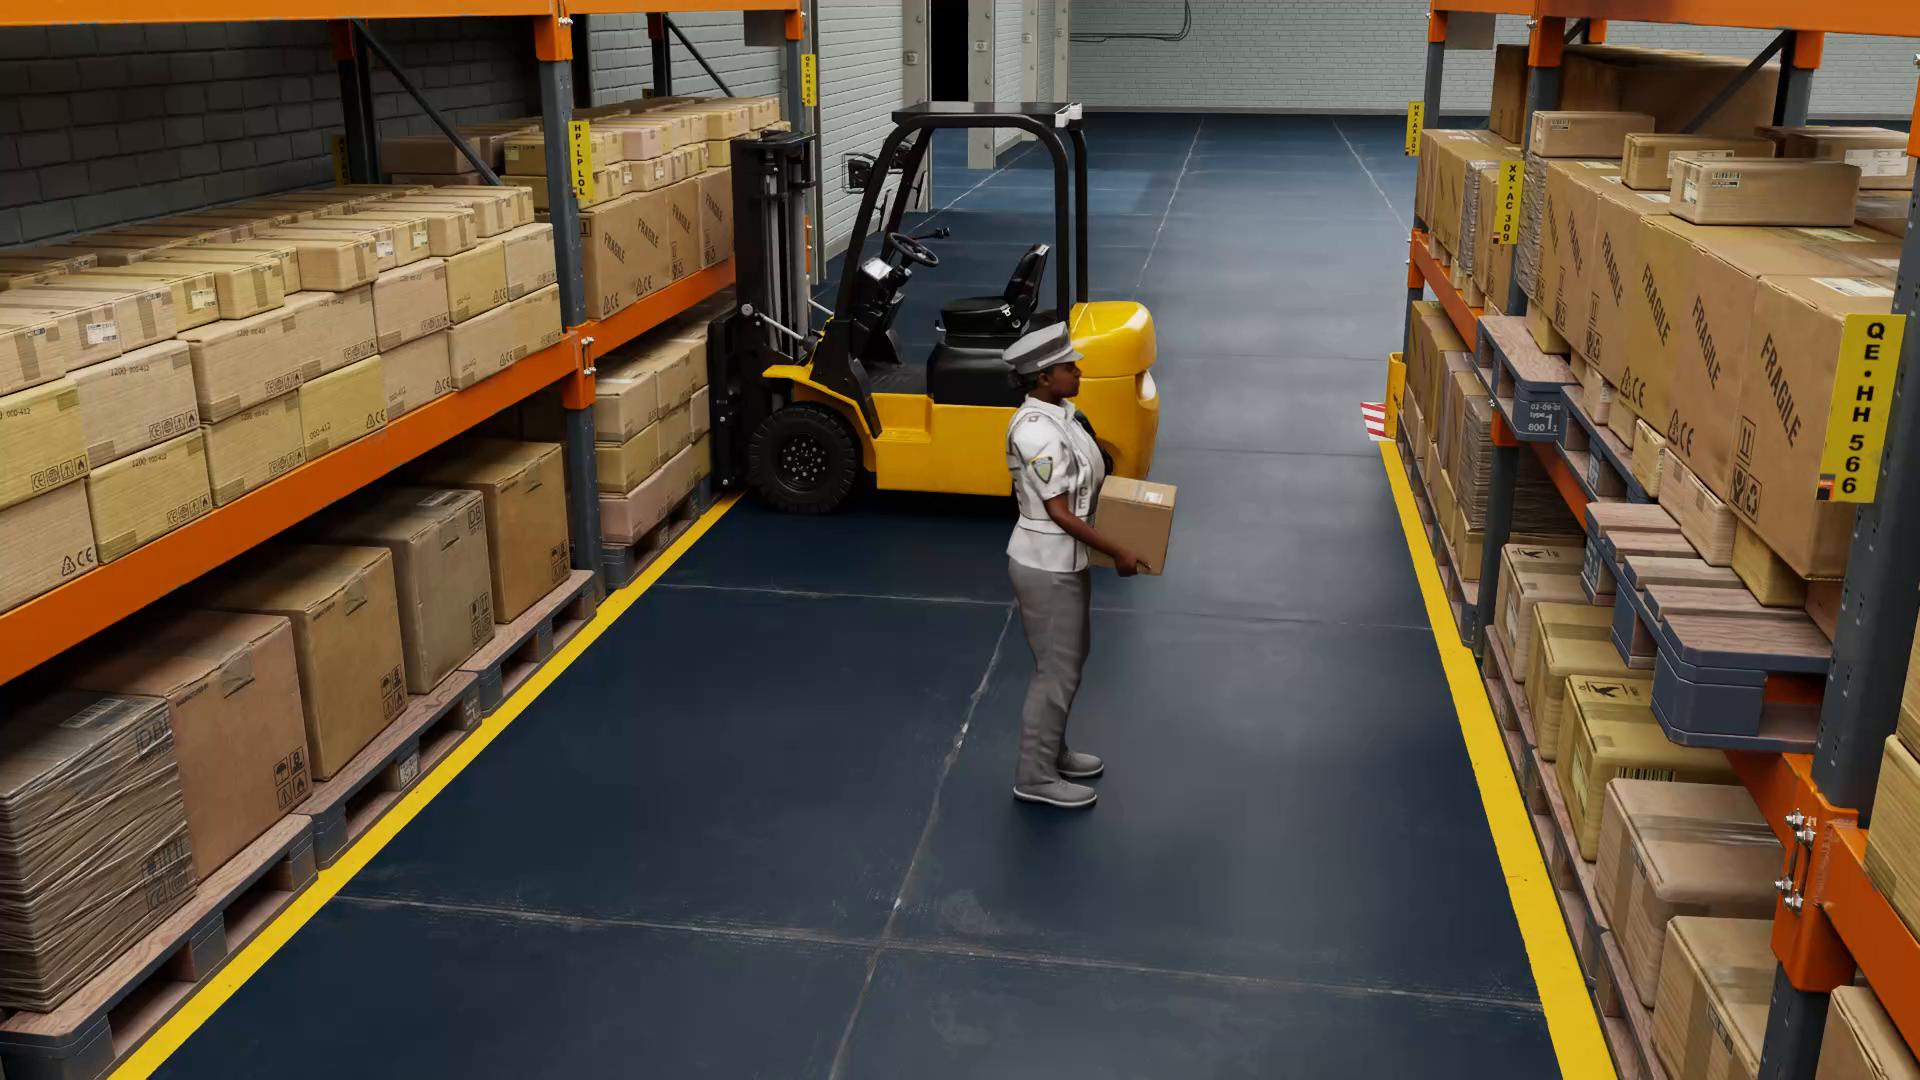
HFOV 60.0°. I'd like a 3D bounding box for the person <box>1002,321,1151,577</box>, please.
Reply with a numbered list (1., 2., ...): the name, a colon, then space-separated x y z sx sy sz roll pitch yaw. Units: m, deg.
1. person: 0.402 -0.320 5.614 0.532 0.831 0.444 3 18 10
